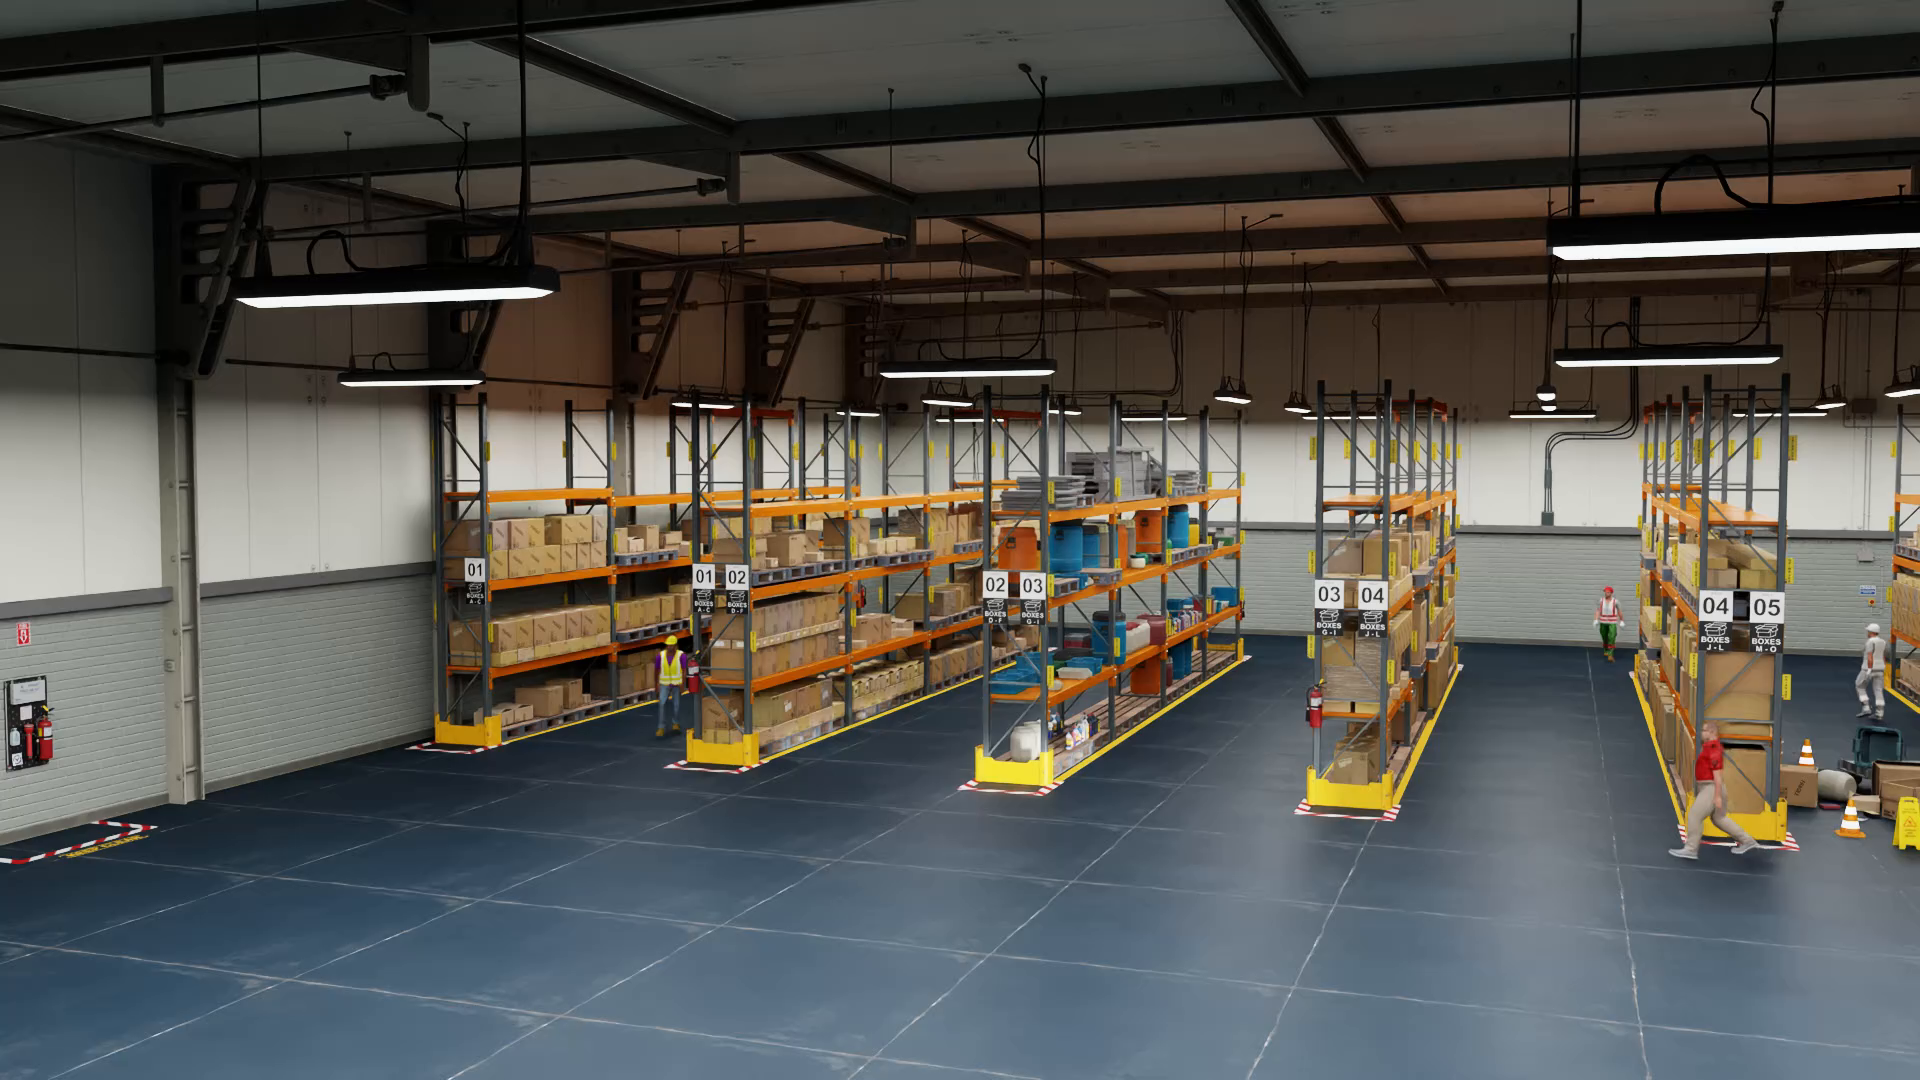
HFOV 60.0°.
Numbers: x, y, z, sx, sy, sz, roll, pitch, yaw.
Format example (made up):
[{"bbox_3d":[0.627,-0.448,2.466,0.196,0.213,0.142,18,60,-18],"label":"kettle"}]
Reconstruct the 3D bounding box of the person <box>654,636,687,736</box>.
[{"bbox_3d":[-5.114,2.549,29.391,0.592,1.721,0.950,0,3,-8],"label":"person"}]

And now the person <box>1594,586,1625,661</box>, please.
[{"bbox_3d":[15.574,1.984,39.913,0.664,1.740,1.021,2,3,29],"label":"person"}]

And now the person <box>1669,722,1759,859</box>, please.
[{"bbox_3d":[9.230,3.066,20.328,1.019,1.682,0.540,1,3,20],"label":"person"}]

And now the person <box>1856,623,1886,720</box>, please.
[{"bbox_3d":[17.068,2.454,31.015,0.519,1.782,0.538,0,3,-4],"label":"person"}]
